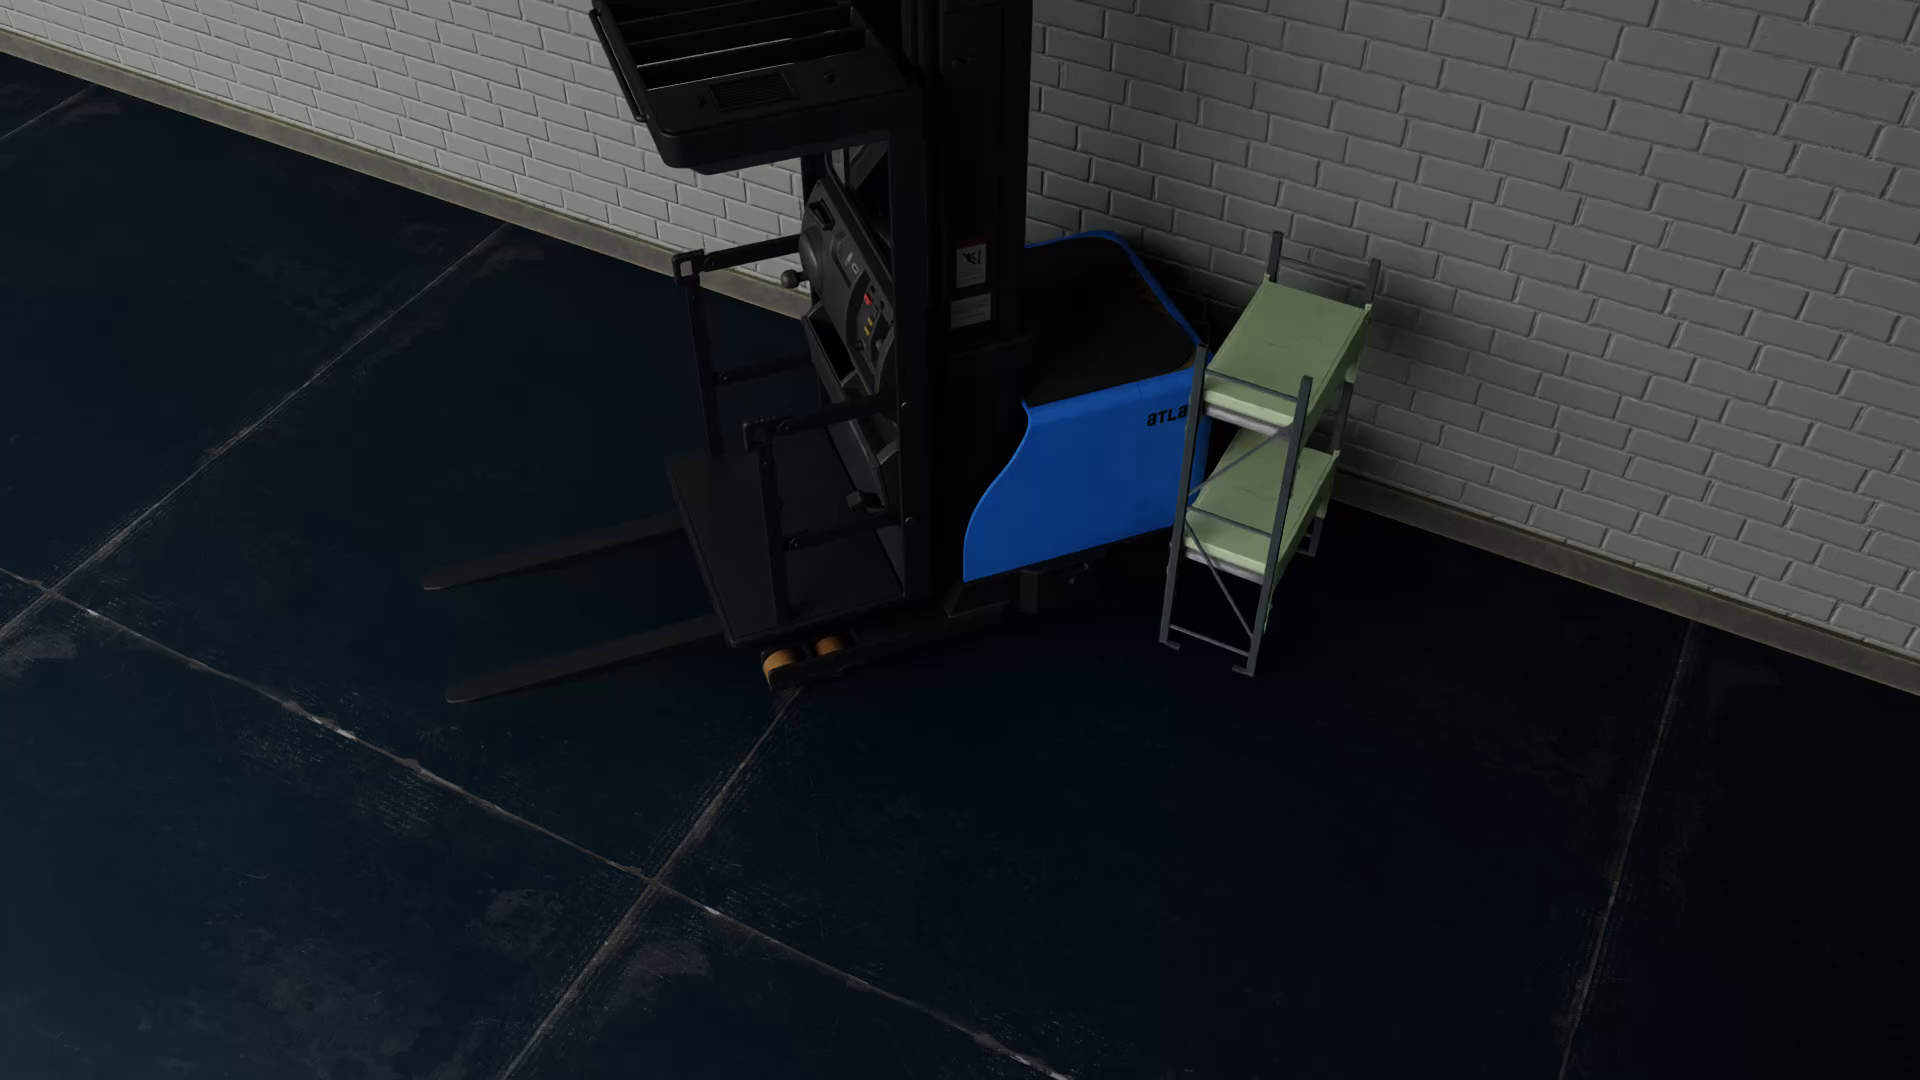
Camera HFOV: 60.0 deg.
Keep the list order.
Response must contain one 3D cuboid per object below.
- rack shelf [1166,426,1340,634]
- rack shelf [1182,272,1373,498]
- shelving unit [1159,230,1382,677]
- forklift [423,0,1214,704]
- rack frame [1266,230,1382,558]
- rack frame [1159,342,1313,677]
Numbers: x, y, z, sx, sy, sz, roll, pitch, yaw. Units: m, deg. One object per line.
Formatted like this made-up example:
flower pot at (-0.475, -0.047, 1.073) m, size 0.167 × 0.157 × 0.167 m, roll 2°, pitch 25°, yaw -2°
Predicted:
rack shelf at (1.144, -0.065, 6.498) m, size 0.431 × 0.370 × 0.720 m, roll 20°, pitch 49°, yaw 19°
rack shelf at (1.145, -0.568, 5.988) m, size 0.431 × 0.370 × 0.720 m, roll 20°, pitch 49°, yaw 19°
shelving unit at (1.145, -0.294, 6.266) m, size 0.431 × 1.500 × 0.755 m, roll 20°, pitch 49°, yaw 19°
forklift at (-0.587, -0.874, 5.833) m, size 3.031 × 2.935 × 1.130 m, roll -15°, pitch 47°, yaw -14°
rack frame at (1.314, -0.525, 6.494) m, size 0.400 × 1.500 × 0.023 m, roll 20°, pitch 49°, yaw 19°
rack frame at (0.975, -0.064, 6.038) m, size 0.400 × 1.500 × 0.023 m, roll 20°, pitch 49°, yaw 19°
